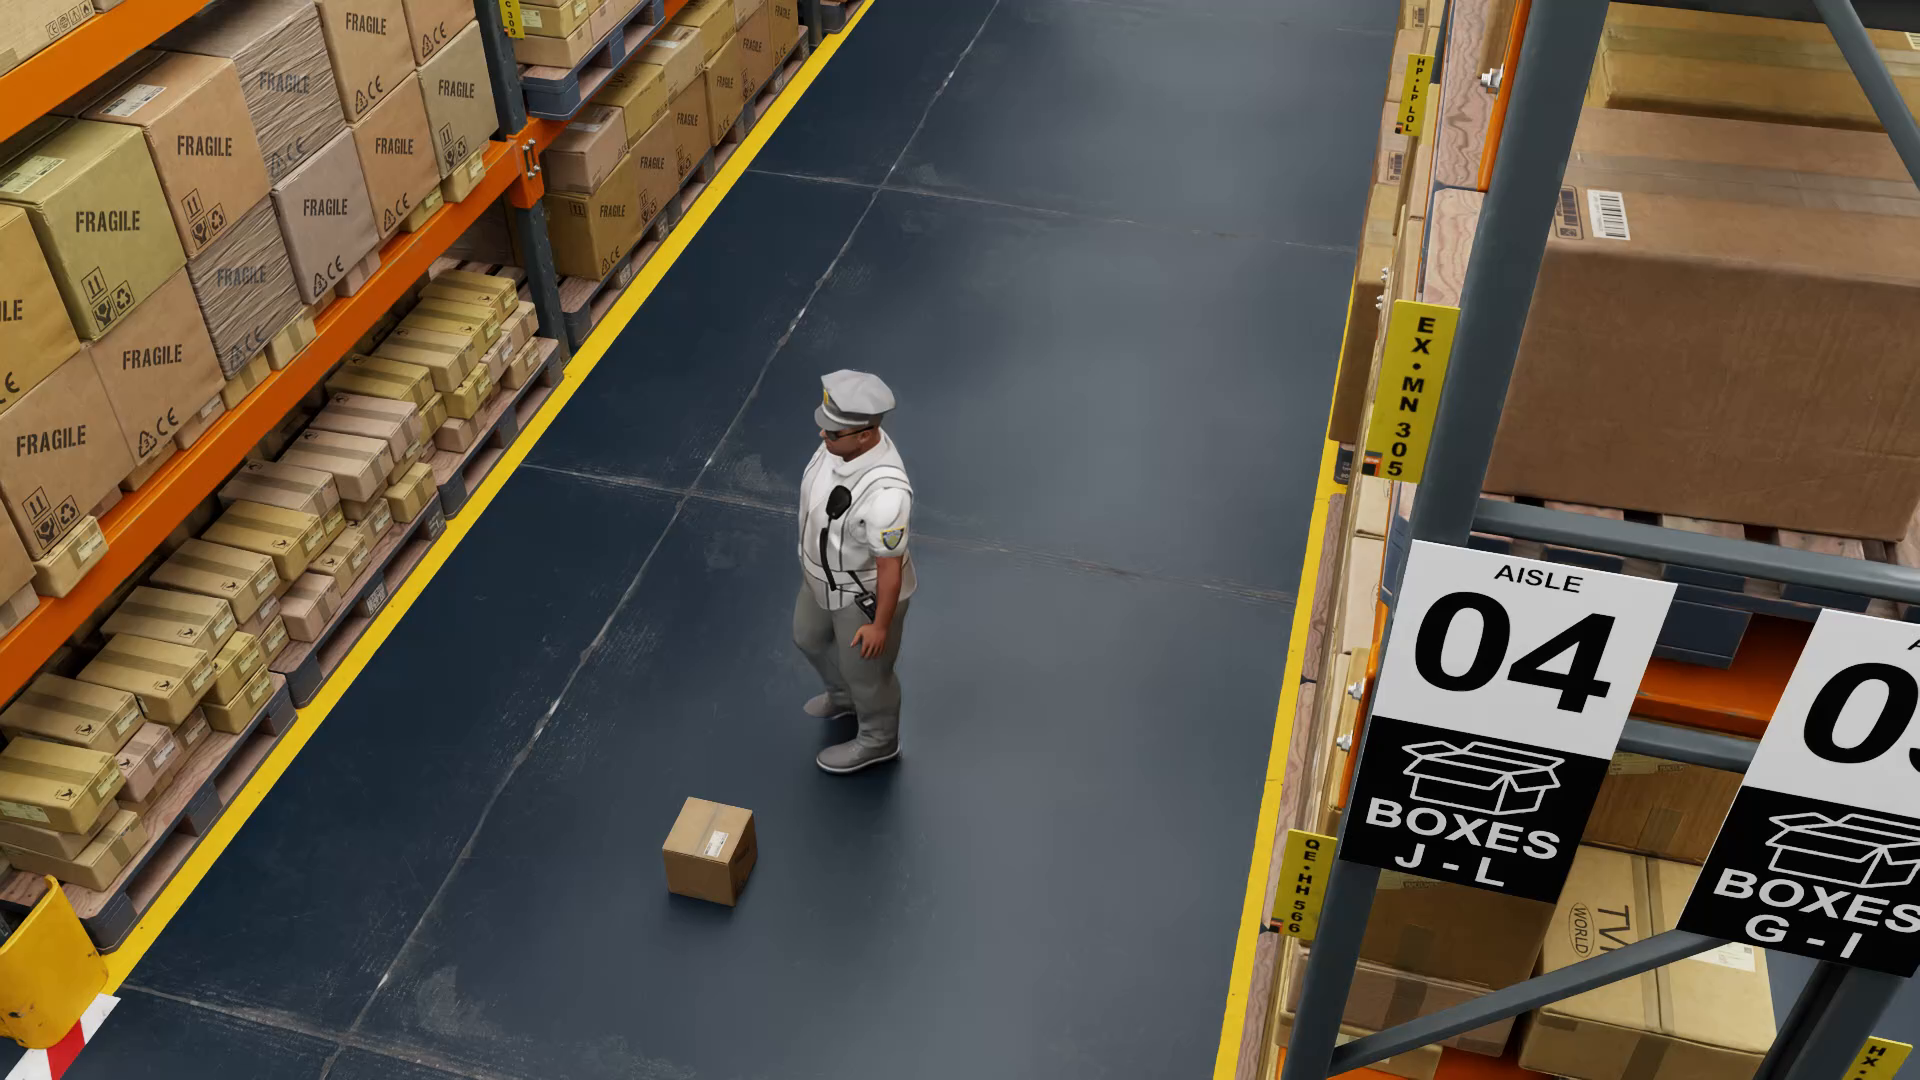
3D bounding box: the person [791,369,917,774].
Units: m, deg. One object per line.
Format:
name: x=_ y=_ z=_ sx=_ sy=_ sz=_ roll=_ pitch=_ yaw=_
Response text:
person: x=-0.391 y=0.149 z=6.001 sx=0.404 sy=1.815 sz=0.613 roll=-15 pitch=43 yaw=-17
